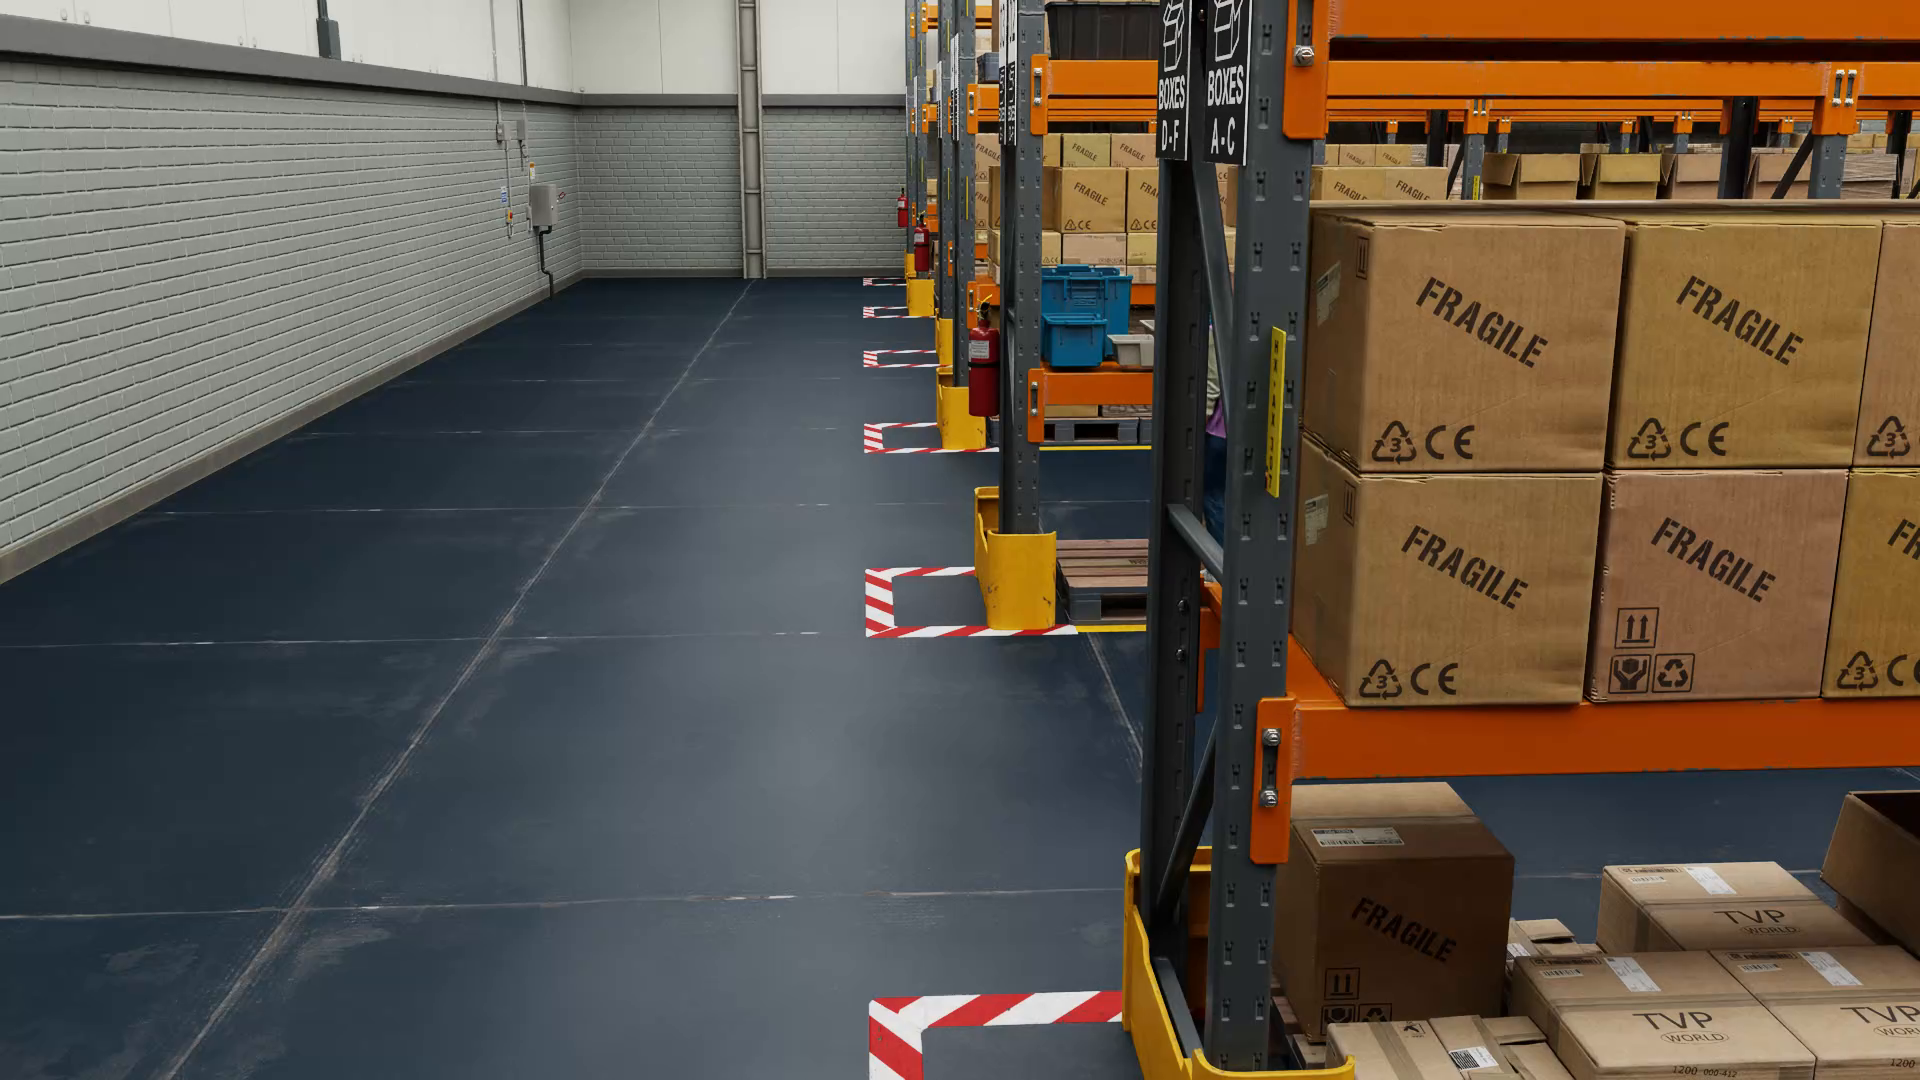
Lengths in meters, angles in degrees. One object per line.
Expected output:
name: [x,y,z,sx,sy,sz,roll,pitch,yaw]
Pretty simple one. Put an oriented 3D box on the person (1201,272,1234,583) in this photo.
person: [1.374,-0.542,8.362,0.482,1.589,0.347,-9,17,-33]
